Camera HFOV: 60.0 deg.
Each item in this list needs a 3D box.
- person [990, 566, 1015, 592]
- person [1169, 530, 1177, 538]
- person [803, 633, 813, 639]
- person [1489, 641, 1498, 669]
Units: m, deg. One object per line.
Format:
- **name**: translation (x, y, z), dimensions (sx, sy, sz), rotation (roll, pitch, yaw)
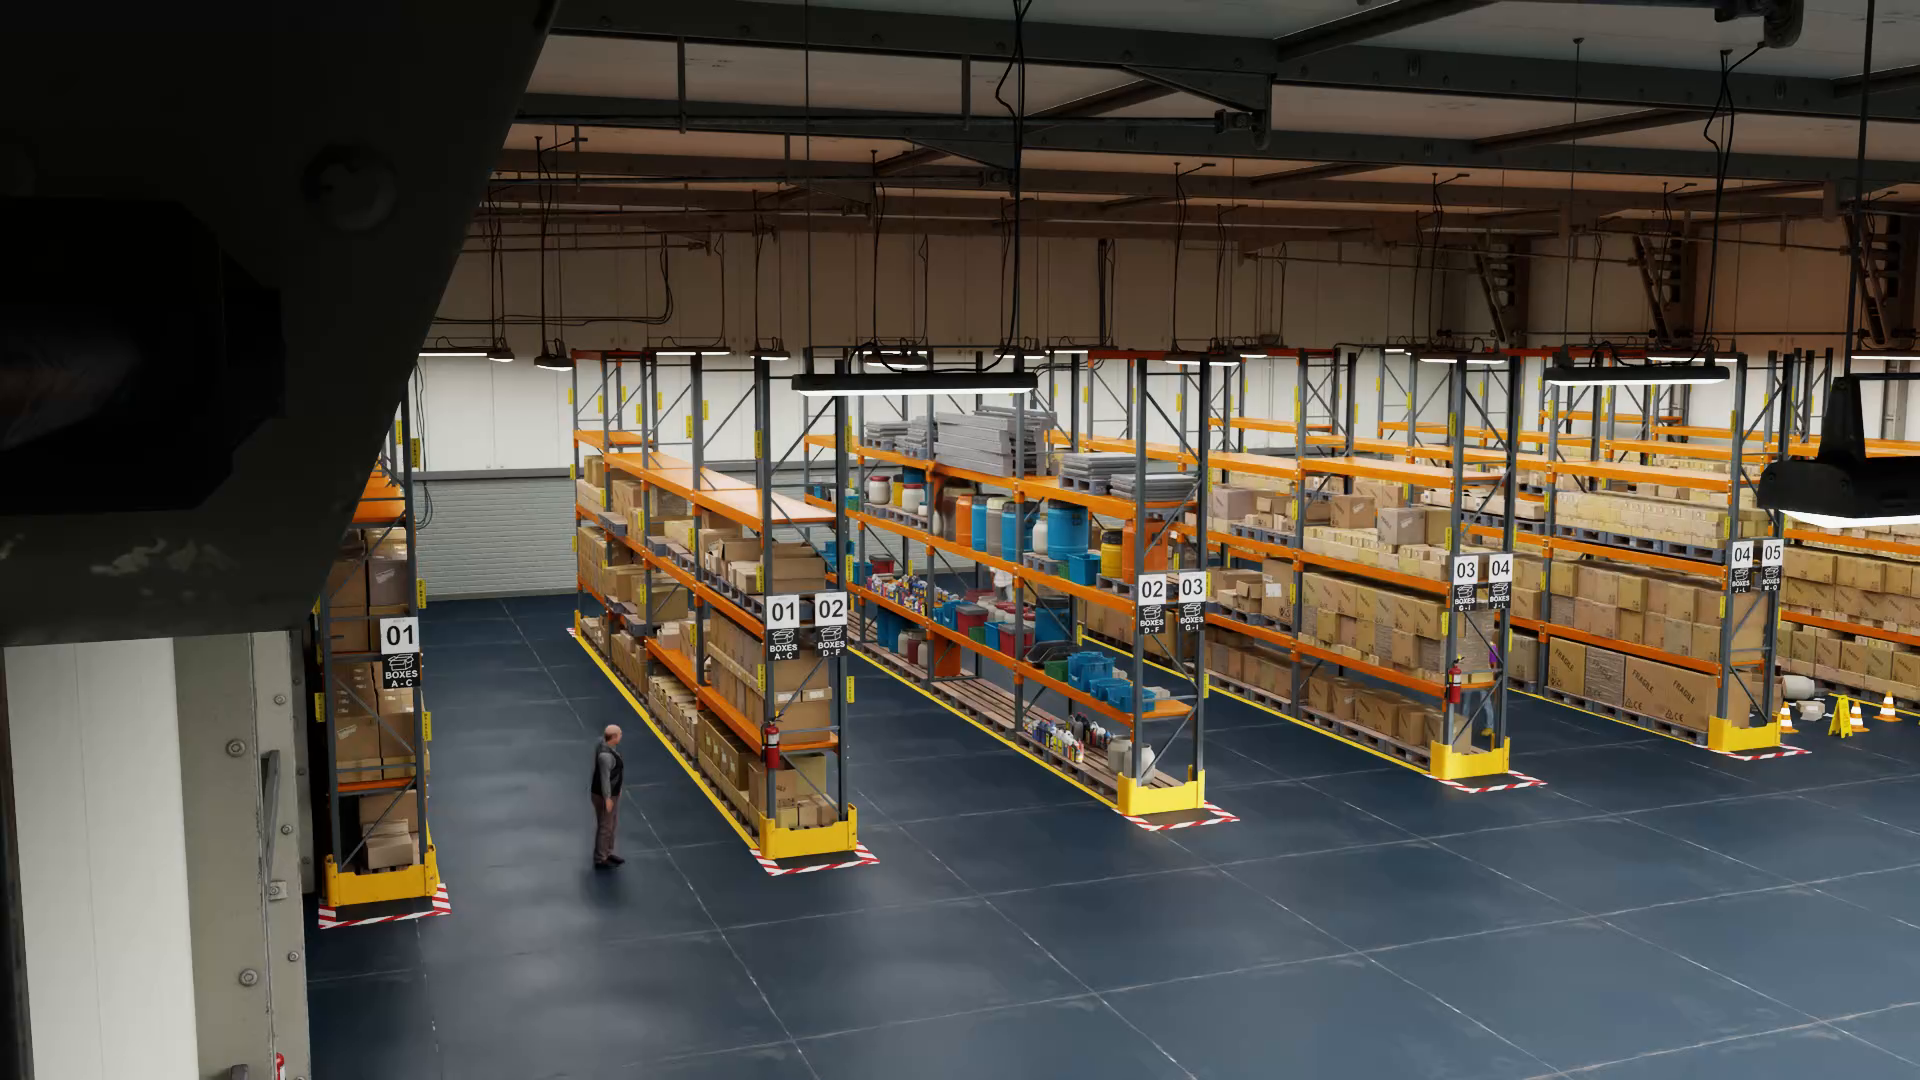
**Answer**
- **person**: translation (0.955, 0.642, 36.243), dimensions (0.639, 1.070, 0.436), rotation (-2, 7, -15)
- **person**: translation (5.699, 0.225, 43.275), dimensions (0.554, 1.523, 0.478), rotation (-2, 7, -18)
- **person**: translation (-2.871, 1.896, 30.132), dimensions (0.413, 1.341, 1.023), rotation (-1, 7, -11)
- **person**: translation (8.219, 1.879, 26.294), dimensions (0.573, 0.633, 0.390), rotation (5, 8, 32)
